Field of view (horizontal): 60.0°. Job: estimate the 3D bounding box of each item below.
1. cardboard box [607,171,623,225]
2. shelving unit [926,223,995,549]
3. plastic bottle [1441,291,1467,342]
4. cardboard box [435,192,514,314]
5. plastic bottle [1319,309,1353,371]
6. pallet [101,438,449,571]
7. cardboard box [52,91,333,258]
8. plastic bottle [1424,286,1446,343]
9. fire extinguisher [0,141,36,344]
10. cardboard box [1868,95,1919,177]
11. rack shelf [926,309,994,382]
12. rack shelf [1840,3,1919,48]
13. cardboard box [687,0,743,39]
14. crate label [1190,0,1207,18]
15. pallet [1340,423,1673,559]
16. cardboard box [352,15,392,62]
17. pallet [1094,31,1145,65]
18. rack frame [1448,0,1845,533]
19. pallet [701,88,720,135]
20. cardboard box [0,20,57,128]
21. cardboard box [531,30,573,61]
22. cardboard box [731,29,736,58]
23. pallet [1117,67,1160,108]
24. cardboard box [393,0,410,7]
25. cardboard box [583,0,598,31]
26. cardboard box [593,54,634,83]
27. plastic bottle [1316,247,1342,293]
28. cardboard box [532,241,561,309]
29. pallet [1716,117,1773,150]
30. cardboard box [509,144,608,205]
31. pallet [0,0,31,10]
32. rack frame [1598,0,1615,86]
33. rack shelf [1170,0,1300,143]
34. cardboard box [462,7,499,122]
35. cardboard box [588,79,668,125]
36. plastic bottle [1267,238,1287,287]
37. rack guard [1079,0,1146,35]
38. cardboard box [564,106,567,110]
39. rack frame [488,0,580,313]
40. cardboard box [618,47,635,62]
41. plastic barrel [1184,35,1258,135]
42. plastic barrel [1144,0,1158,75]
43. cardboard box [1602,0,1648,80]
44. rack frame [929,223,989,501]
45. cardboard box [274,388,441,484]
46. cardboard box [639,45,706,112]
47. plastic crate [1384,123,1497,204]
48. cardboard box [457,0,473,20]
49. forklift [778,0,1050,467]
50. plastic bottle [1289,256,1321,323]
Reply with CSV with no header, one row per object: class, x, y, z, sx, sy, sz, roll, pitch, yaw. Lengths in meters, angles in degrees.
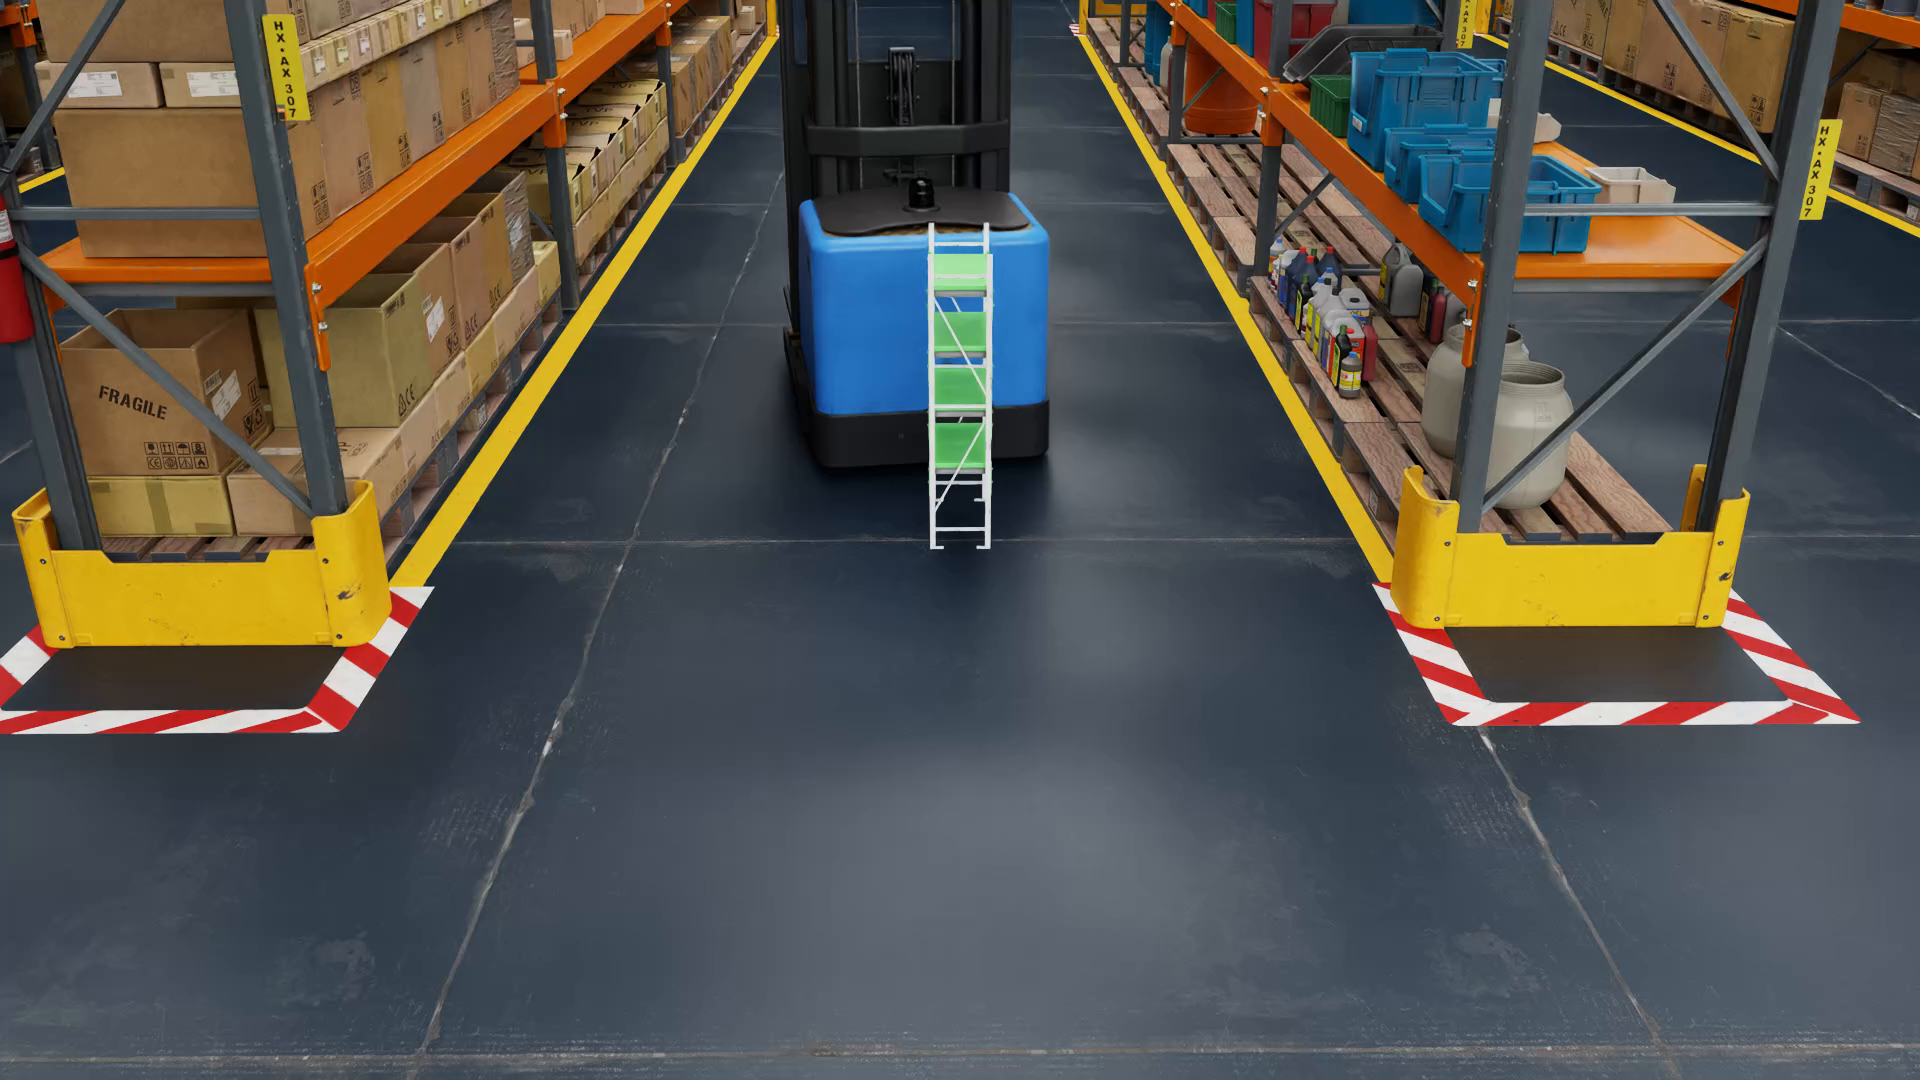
cardboard box,-2.504,-2.245,10.900,0.500,0.250,0.500,-1,24,-2
shelving unit,-0.002,-0.615,6.654,0.258,1.200,0.503,0,24,-1
plastic bottle,2.517,-1.152,8.428,0.152,0.276,0.135,0,24,0
cardboard box,-2.508,-1.393,8.107,0.500,0.500,0.500,0,24,-1
plastic bottle,1.827,-0.963,8.010,0.152,0.276,0.135,-1,24,-2
pallet,-2.741,-0.111,6.739,1.003,0.211,1.213,0,24,-1
cardboard box,-2.684,-1.305,5.873,0.700,0.500,0.500,0,24,-1
plastic bottle,2.410,-1.154,8.425,0.061,0.283,0.133,0,24,-1
fire extinguisher,-3.154,-0.981,5.372,0.296,0.674,0.183,0,24,-1
cardboard box,7.173,-2.963,12.161,0.700,0.500,0.500,-2,24,-5
rack shelf,-0.002,-0.775,6.581,0.258,0.148,0.480,0,24,-1
rack shelf,7.149,-3.254,11.178,1.077,0.370,4.000,0,24,-1
cardboard box,-2.848,-5.848,18.537,0.797,0.503,0.637,0,24,-1
crate label,1.915,-3.989,11.888,0.502,0.435,0.616,0,24,-1
pallet,2.210,-0.183,6.898,1.003,0.211,1.213,0,24,-1
cardboard box,-2.493,-1.996,6.614,0.380,0.149,0.250,-1,24,-2
pallet,2.068,-5.568,18.806,1.003,0.211,1.213,0,24,-1
rack frame,2.262,-1.087,5.514,1.000,3.000,0.127,0,24,-1
pallet,-2.759,-3.902,15.121,1.003,0.211,1.213,0,24,-1
cardboard box,-7.609,-3.855,13.732,0.750,0.750,0.750,-1,24,-1
cardboard box,-2.540,-2.966,9.974,0.380,0.149,0.250,0,24,-1
cardboard box,-2.610,-5.161,17.249,0.500,0.311,0.500,0,24,-1
pallet,2.098,-4.443,16.318,1.003,0.211,1.213,0,24,-1
cardboard box,-2.707,-2.548,7.049,0.700,0.500,0.500,0,24,-1
cardboard box,-2.744,-3.717,11.208,0.500,0.500,0.500,-2,24,-3
cardboard box,-3.023,-3.809,14.031,0.500,0.500,0.500,1,24,2
plastic bottle,1.956,-1.395,8.876,0.144,0.351,0.185,0,24,-1
cardboard box,-2.511,-1.463,9.172,0.500,0.250,0.500,0,24,-1
pallet,7.194,-3.461,14.146,1.003,0.211,1.213,0,24,-1
cardboard box,-2.491,-2.287,10.312,0.500,0.311,0.500,-1,24,-1
pallet,-7.618,-3.959,12.096,1.213,0.211,1.003,0,24,-1
rack frame,7.084,-6.054,16.496,1.000,3.000,0.127,0,24,-1
rack shelf,2.196,-3.232,11.129,1.077,0.370,4.000,0,24,-1
cardboard box,-2.712,-2.360,8.207,0.700,0.500,0.500,-1,24,-1
cardboard box,-2.527,-3.342,12.647,0.500,0.311,0.500,0,24,1
plastic bottle,1.783,-1.560,9.335,0.097,0.271,0.097,0,24,0
rack guard,2.074,-6.551,20.628,1.175,0.500,0.348,0,24,-1
cardboard box,-3.049,-2.913,11.698,0.500,0.311,0.500,-1,24,-2
rack frame,-2.735,-2.715,9.113,1.000,3.000,0.127,0,24,-1
cardboard box,-3.028,-4.174,13.928,0.500,0.250,0.500,1,24,1
plastic barrel,2.152,-3.788,13.609,0.600,0.830,0.708,0,24,-1
plastic barrel,2.120,-5.043,16.297,0.600,0.901,0.708,0,24,-1
cardboard box,7.111,-5.014,16.265,1.225,0.875,0.875,0,24,0
rack frame,-0.004,-0.715,6.876,0.240,1.200,0.015,0,24,-1
cardboard box,-2.484,-0.433,6.895,0.500,0.250,0.500,0,24,-1
cardboard box,-2.510,-4.036,14.533,0.500,0.500,0.500,-1,24,-1
plastic crate,1.956,-1.492,6.589,0.499,0.251,0.408,0,24,-1
cardboard box,-2.508,-2.526,7.786,0.380,0.149,0.250,0,24,-1
forklift,-0.341,-2.230,8.124,1.130,2.935,3.031,-4,25,-8
plastic bottle,1.814,-1.317,8.702,0.144,0.351,0.185,-1,24,-3
